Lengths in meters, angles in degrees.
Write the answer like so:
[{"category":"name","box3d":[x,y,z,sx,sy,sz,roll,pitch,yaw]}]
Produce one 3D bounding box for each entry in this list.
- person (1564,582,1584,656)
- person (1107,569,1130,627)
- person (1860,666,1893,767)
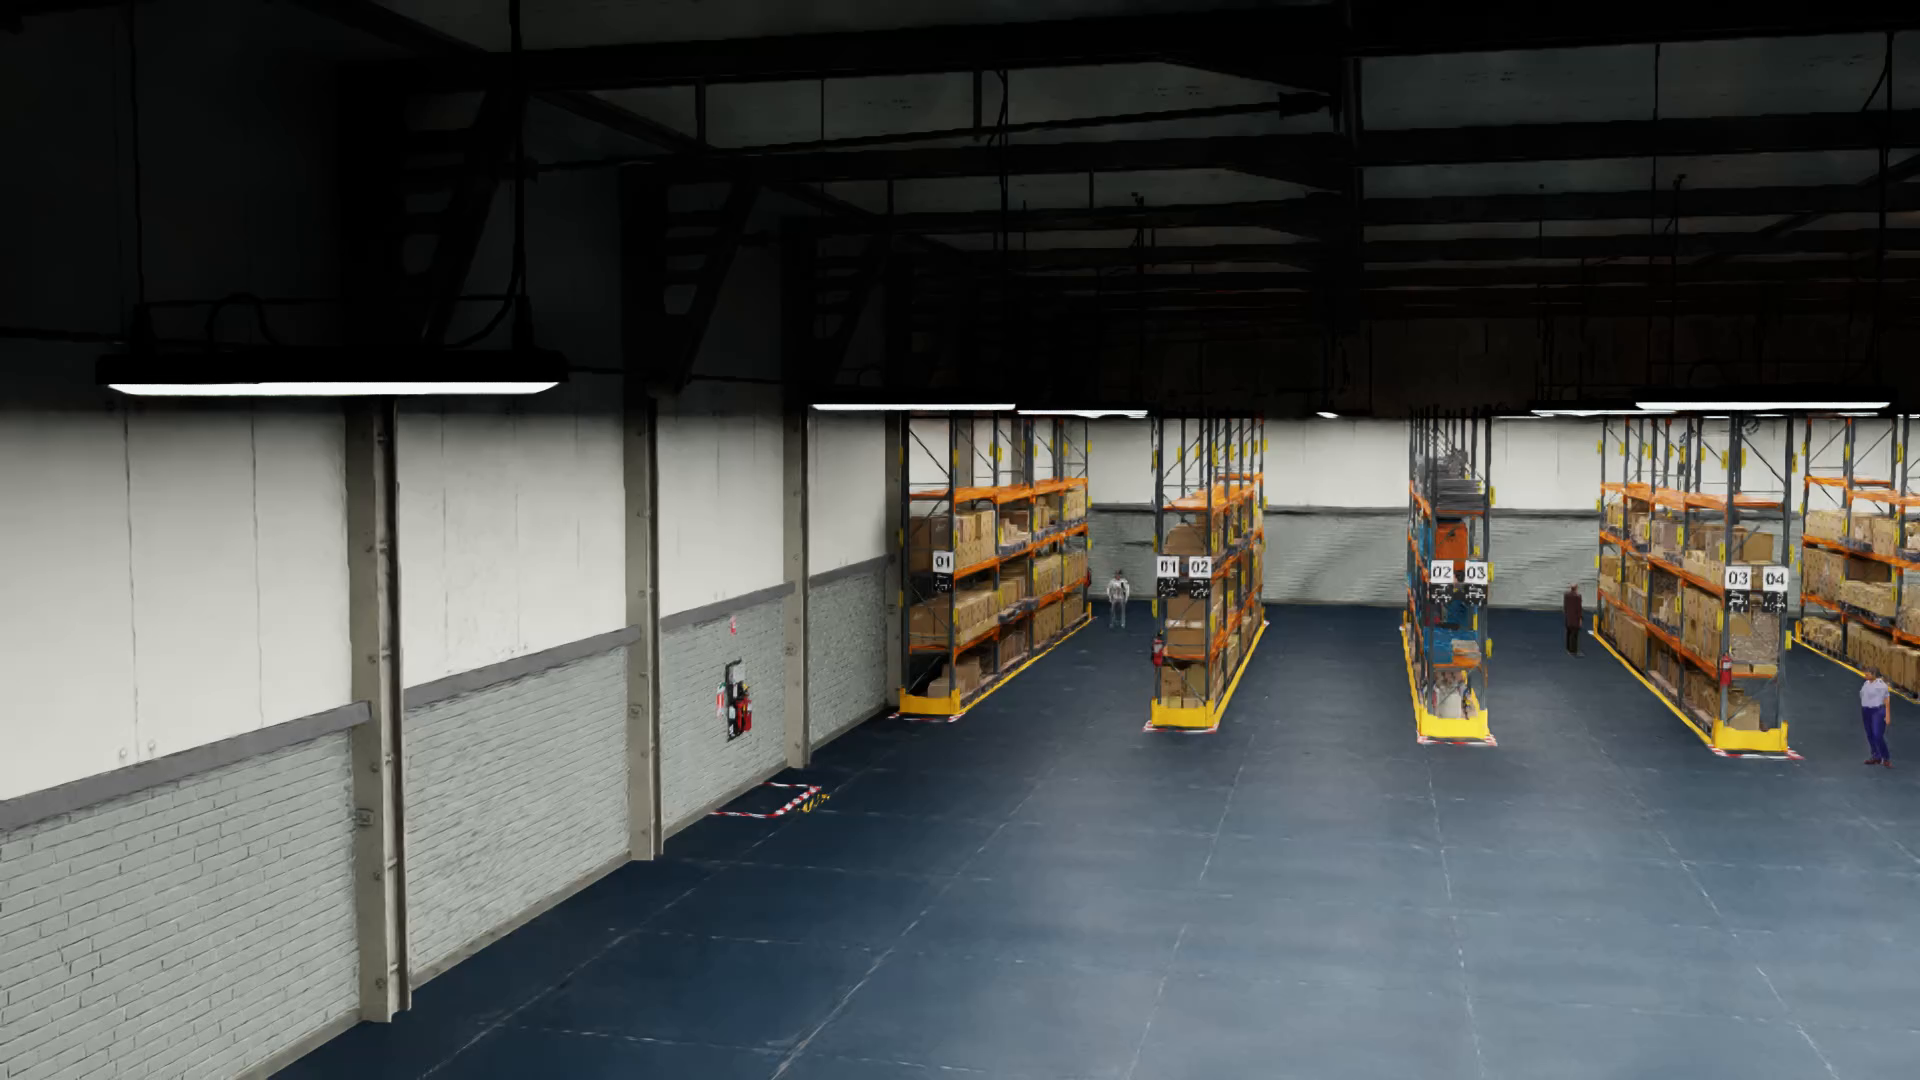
[{"category":"person","box3d":[15.016,1.905,40.601,0.504,1.788,0.640,-1,4,-17]},{"category":"person","box3d":[4.397,1.606,46.155,0.639,1.632,0.506,1,4,11]},{"category":"person","box3d":[15.218,2.913,27.617,0.383,1.643,0.596,-1,4,-16]}]
